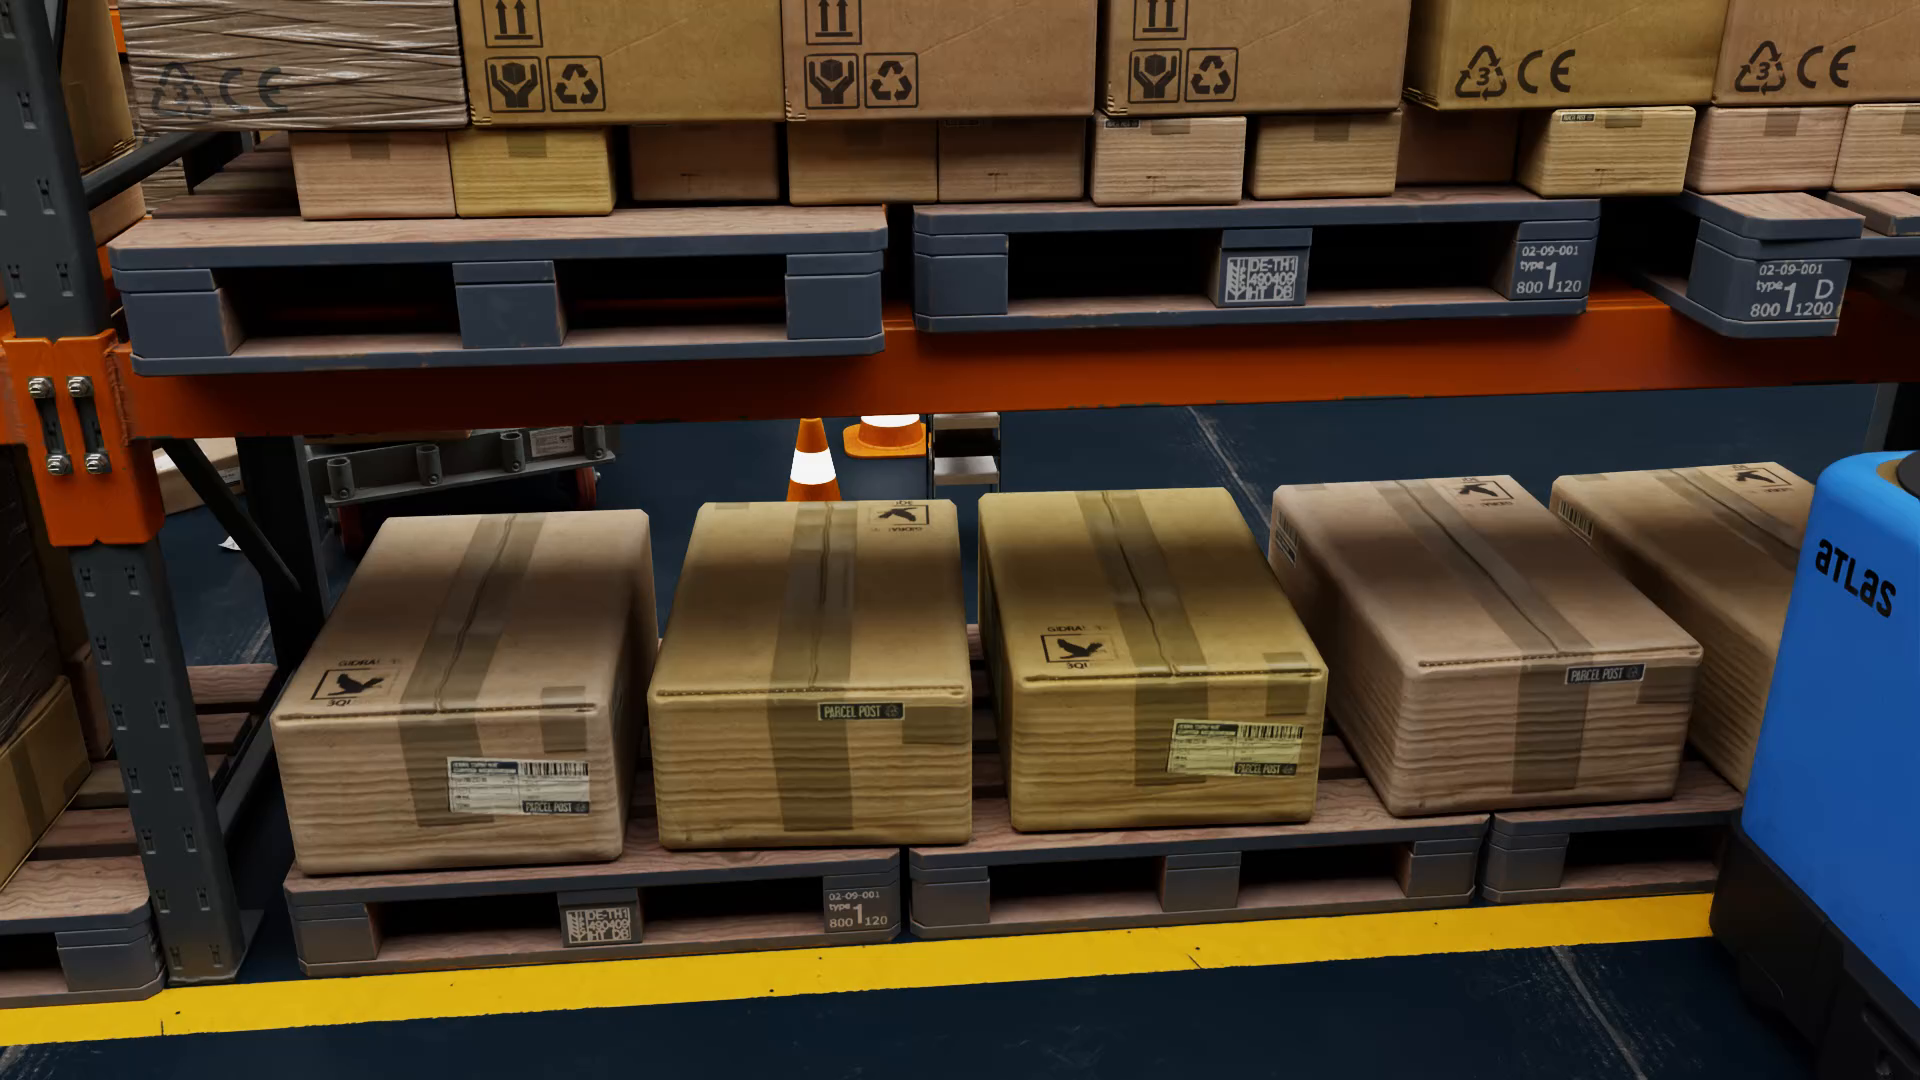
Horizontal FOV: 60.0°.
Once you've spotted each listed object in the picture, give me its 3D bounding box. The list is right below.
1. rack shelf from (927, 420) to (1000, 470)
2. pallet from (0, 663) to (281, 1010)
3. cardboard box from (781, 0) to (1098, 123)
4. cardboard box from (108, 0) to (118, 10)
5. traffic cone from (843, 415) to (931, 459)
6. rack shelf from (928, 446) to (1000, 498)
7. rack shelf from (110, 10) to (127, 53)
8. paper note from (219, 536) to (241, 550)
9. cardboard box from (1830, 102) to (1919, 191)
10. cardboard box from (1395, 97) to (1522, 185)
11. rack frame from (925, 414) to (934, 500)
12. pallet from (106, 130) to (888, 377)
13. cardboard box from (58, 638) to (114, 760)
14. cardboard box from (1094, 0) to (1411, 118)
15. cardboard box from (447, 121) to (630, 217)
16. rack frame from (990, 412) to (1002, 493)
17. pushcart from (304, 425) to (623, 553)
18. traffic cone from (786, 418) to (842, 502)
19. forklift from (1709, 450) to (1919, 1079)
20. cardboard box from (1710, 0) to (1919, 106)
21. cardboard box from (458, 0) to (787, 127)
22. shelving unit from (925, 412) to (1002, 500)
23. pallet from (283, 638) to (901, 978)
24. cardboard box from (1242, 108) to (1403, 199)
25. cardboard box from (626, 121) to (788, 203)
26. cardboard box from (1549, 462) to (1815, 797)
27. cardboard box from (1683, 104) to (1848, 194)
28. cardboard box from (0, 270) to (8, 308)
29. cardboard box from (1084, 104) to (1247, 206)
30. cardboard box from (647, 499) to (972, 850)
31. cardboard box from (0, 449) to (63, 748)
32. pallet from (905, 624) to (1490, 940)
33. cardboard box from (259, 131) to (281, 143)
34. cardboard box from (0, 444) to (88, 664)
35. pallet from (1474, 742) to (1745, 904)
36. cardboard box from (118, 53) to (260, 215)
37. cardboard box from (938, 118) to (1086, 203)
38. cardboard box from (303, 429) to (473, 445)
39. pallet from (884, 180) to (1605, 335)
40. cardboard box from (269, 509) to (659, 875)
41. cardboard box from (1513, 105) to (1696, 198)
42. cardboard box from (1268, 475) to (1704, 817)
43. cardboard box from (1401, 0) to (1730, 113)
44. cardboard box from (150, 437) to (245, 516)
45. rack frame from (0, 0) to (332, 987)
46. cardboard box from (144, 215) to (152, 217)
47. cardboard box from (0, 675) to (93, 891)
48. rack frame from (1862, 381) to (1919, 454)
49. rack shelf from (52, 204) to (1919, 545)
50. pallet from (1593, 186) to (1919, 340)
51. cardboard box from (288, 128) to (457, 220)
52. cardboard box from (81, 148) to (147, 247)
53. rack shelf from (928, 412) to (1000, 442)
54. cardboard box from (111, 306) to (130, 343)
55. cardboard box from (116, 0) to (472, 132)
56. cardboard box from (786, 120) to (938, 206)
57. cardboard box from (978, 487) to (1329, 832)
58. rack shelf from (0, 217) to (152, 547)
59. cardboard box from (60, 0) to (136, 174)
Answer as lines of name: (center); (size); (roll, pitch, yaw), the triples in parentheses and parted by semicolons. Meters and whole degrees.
rack shelf: (0.008, -0.299, 5.118); (0.200, 0.077, 0.258); (-2, 24, -5)
pallet: (-2.207, 0.620, 3.595); (1.213, 0.211, 1.003); (-2, 24, -5)
cardboard box: (-0.055, -1.006, 2.814); (0.500, 0.500, 0.500); (-2, 24, -5)
cardboard box: (-3.589, -2.736, 7.528); (0.550, 0.550, 0.875); (-2, 24, -5)
traffic cone: (-0.255, -0.567, 5.957); (0.334, 0.463, 0.336); (-2, 24, -5)
rack shelf: (0.008, -0.217, 5.155); (0.200, 0.077, 0.258); (-2, 24, -5)
rack shelf: (-4.119, -2.284, 7.580); (4.000, 0.370, 1.077); (-2, 24, -5)
paper note: (-2.237, -0.007, 5.228); (0.142, 0.019, 0.148); (-2, 24, -5)
cardboard box: (1.630, -0.756, 3.050); (0.250, 0.149, 0.380); (-2, 24, -6)
cardboard box: (0.844, -0.773, 3.089); (0.250, 0.149, 0.380); (-2, 24, -5)
rack frame: (-0.093, -0.407, 5.059); (0.006, 0.900, 0.240); (-2, 24, -5)
pallet: (-0.767, -0.580, 3.097); (1.213, 0.211, 1.003); (-2, 24, -5)
cardboard box: (-2.155, 0.284, 3.787); (0.500, 0.250, 0.500); (-3, 24, -8)
cardboard box: (0.455, -1.031, 2.870); (0.500, 0.500, 0.500); (-3, 24, -7)
cardboard box: (-0.711, -0.673, 2.864); (0.250, 0.149, 0.380); (-2, 24, -4)
rack frame: (0.109, -0.416, 5.077); (0.006, 0.900, 0.240); (-2, 24, -5)
pushcart: (-1.816, -0.417, 5.723); (0.936, 0.377, 1.648); (-11, 26, -23)
traffic cone: (-0.445, -0.152, 5.021); (0.334, 0.463, 0.336); (-2, 24, -5)
forklift: (2.207, 0.054, 1.521); (1.130, 2.935, 3.031); (-3, 24, -7)
cardboard box: (1.500, -1.073, 2.965); (0.500, 0.500, 0.500); (-3, 24, -6)
cardboard box: (-0.549, -0.992, 2.782); (0.500, 0.500, 0.500); (-2, 24, -5)
shelving unit: (0.008, -0.412, 5.068); (0.210, 0.900, 0.258); (-2, 24, -5)
pallet: (-0.767, 0.547, 3.759); (1.213, 0.211, 1.003); (-2, 24, -5)
cardboard box: (0.602, -0.730, 2.992); (0.250, 0.149, 0.380); (-3, 24, -7)
cardboard box: (-0.437, -0.716, 2.959); (0.250, 0.149, 0.380); (-1, 24, -2)
cardboard box: (1.876, 0.172, 3.888); (0.625, 0.372, 0.950); (-4, 24, -9)
cardboard box: (1.379, -0.749, 3.035); (0.250, 0.149, 0.380); (-3, 24, -8)
cardboard box: (-1.832, -0.445, 2.867); (0.250, 0.149, 0.380); (-3, 24, -6)
cardboard box: (0.339, -0.708, 2.941); (0.250, 0.149, 0.380); (-1, 24, -3)
cardboard box: (-0.305, 0.261, 3.687); (0.625, 0.372, 0.950); (-1, 24, -2)
cardboard box: (-2.104, 0.159, 3.145); (0.500, 0.500, 0.500); (-3, 24, -6)
pallet: (0.450, 0.497, 3.872); (1.213, 0.211, 1.003); (-2, 24, -5)
cardboard box: (-2.762, -1.916, 7.967); (0.875, 0.875, 0.875); (-2, 24, -4)
cardboard box: (-2.155, -0.059, 3.635); (0.500, 0.500, 0.500); (-1, 24, -3)
pallet: (1.661, 0.450, 3.978); (1.213, 0.211, 1.003); (-2, 24, -5)
cardboard box: (-3.658, -1.879, 7.883); (0.875, 0.875, 0.875); (-2, 24, -5)
cardboard box: (0.070, -0.718, 2.965); (0.250, 0.149, 0.380); (-2, 24, -5)
cardboard box: (-1.747, -0.618, 5.091); (0.500, 0.500, 0.500); (-2, 24, -5)
pallet: (0.473, -0.672, 3.305); (1.213, 0.211, 1.003); (-2, 24, -5)
cardboard box: (-1.020, 0.291, 3.619); (0.625, 0.372, 0.950); (-2, 24, -4)
cardboard box: (1.106, -0.732, 2.997); (0.250, 0.149, 0.380); (-2, 24, -4)
cardboard box: (1.142, 0.205, 3.814); (0.625, 0.372, 0.950); (-3, 24, -6)
cardboard box: (0.998, -1.052, 2.918); (0.500, 0.500, 0.500); (-4, 24, -9)
cardboard box: (-2.563, -0.281, 5.555); (0.258, 0.266, 0.396); (22, 32, 40)
rack frame: (-1.542, -0.695, 3.122); (0.127, 3.000, 1.000); (-2, 24, -5)
cardboard box: (-3.573, -1.074, 7.048); (0.500, 0.500, 0.500); (2, 24, 4)
cardboard box: (-2.104, 0.501, 3.297); (0.500, 0.250, 0.500); (-1, 24, -3)
rack frame: (2.439, -0.855, 3.481); (0.127, 3.000, 1.000); (-2, 24, -5)
rack shelf: (0.449, -0.447, 3.447); (4.000, 0.370, 1.077); (-2, 24, -5)
pallet: (1.740, -0.696, 3.359); (1.003, 0.211, 1.213); (-2, 24, -5)
cardboard box: (-0.961, -0.667, 2.850); (0.250, 0.149, 0.380); (-2, 24, -4)
cardboard box: (-1.887, -0.698, 3.436); (0.250, 0.149, 0.380); (-2, 24, -5)
rack shelf: (0.008, -0.381, 5.081); (0.200, 0.077, 0.258); (-2, 24, -5)
cardboard box: (-3.093, -0.591, 5.793); (0.503, 0.637, 0.797); (-2, 24, -5)
cardboard box: (-1.047, -0.972, 2.737); (0.500, 0.500, 0.500); (-2, 24, -4)
cardboard box: (-0.177, -0.709, 2.944); (0.250, 0.149, 0.380); (-2, 24, -4)
cardboard box: (0.387, 0.233, 3.751); (0.625, 0.372, 0.950); (-2, 24, -3)
rack shelf: (-3.532, -0.287, 3.088); (4.000, 0.370, 1.077); (-2, 24, -5)
cardboard box: (-2.007, -0.972, 3.255); (0.500, 0.500, 0.500); (-2, 24, -5)
